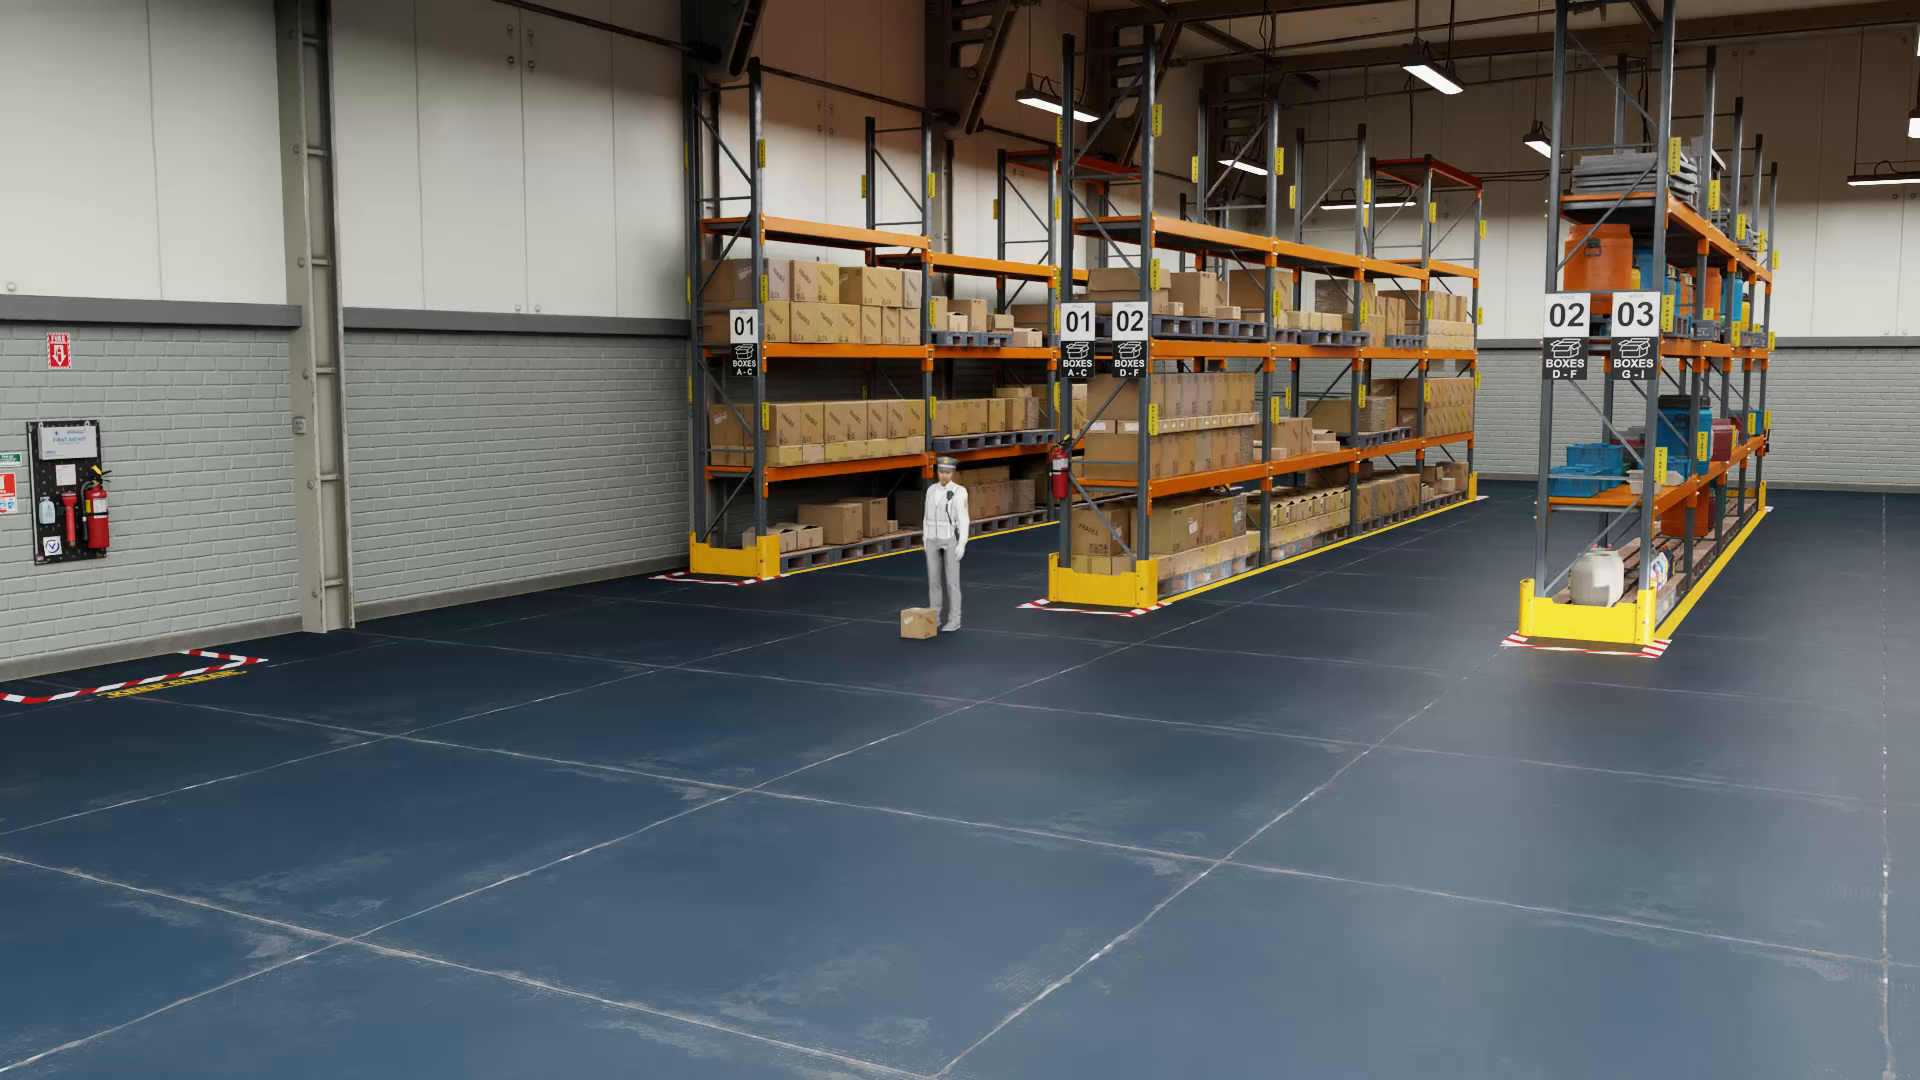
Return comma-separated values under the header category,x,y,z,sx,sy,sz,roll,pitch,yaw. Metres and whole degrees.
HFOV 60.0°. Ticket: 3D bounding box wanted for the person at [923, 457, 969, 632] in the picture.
category,x,y,z,sx,sy,sz,roll,pitch,yaw
person,-0.149,0.041,15.990,0.494,1.692,0.329,3,7,30
